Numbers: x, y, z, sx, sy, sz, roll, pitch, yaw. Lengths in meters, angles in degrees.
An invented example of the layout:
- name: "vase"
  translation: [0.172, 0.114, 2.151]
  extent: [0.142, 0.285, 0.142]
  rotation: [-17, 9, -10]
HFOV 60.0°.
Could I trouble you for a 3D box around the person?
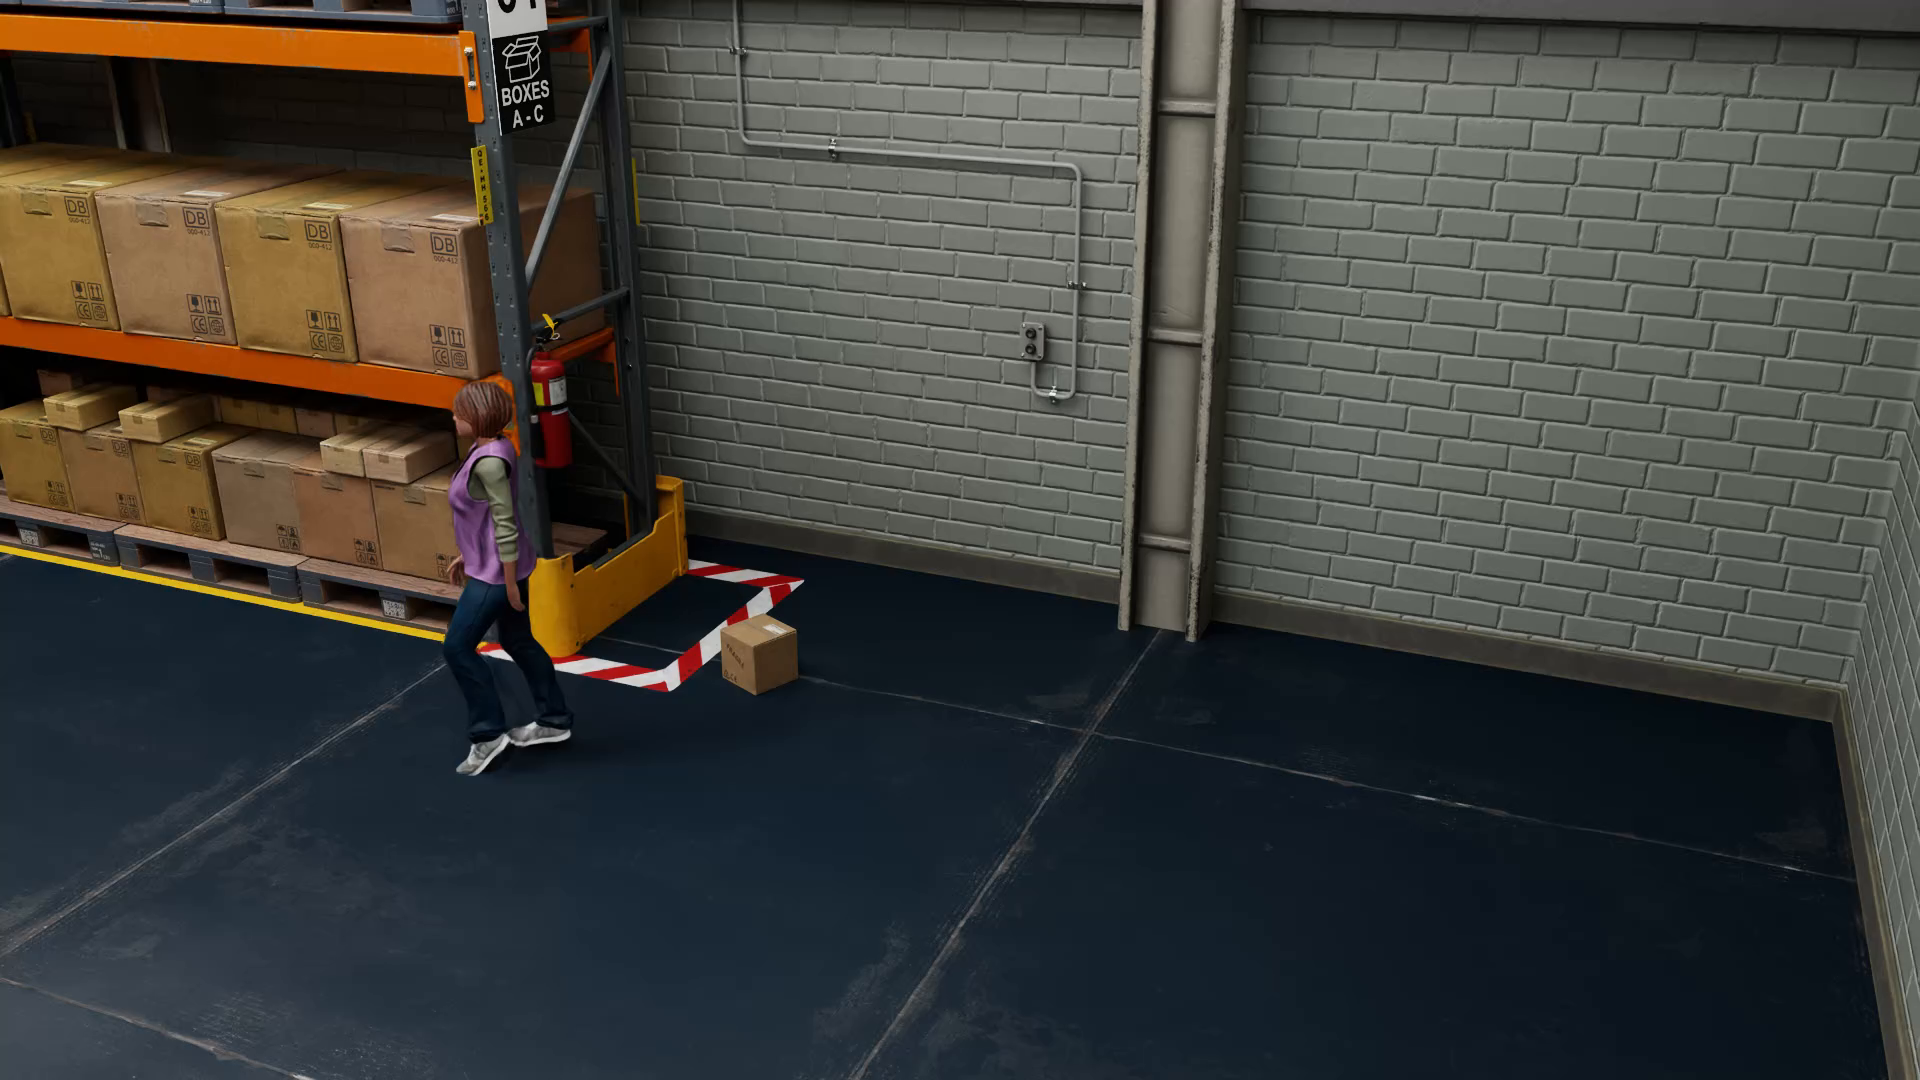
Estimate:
- name: "person"
  translation: [-1.873, 0.154, 6.764]
  extent: [0.488, 1.638, 0.419]
  rotation: [-4, 23, -9]
